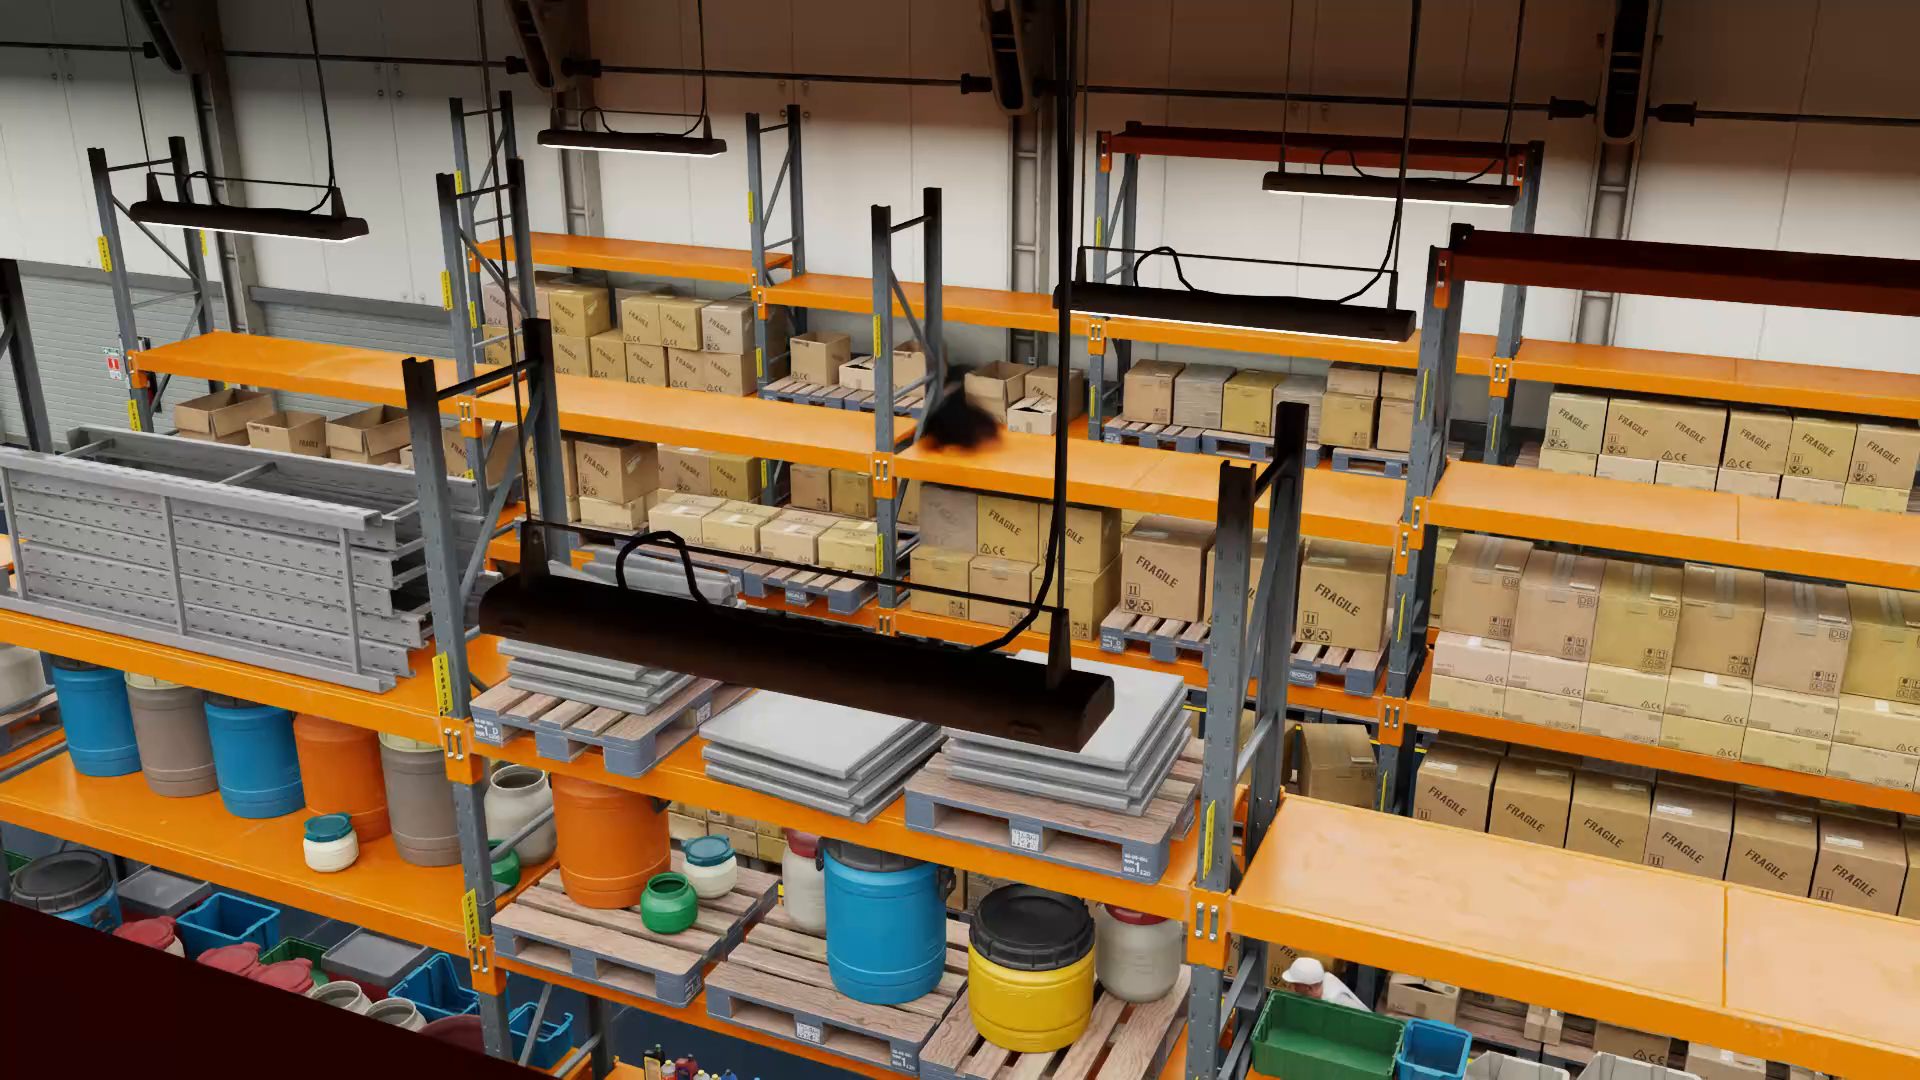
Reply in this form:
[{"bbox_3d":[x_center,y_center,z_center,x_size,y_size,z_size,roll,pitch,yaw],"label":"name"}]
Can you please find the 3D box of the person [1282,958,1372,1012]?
[{"bbox_3d":[2.735,3.513,11.187,1.197,1.545,0.677,1,21,2],"label":"person"}]
